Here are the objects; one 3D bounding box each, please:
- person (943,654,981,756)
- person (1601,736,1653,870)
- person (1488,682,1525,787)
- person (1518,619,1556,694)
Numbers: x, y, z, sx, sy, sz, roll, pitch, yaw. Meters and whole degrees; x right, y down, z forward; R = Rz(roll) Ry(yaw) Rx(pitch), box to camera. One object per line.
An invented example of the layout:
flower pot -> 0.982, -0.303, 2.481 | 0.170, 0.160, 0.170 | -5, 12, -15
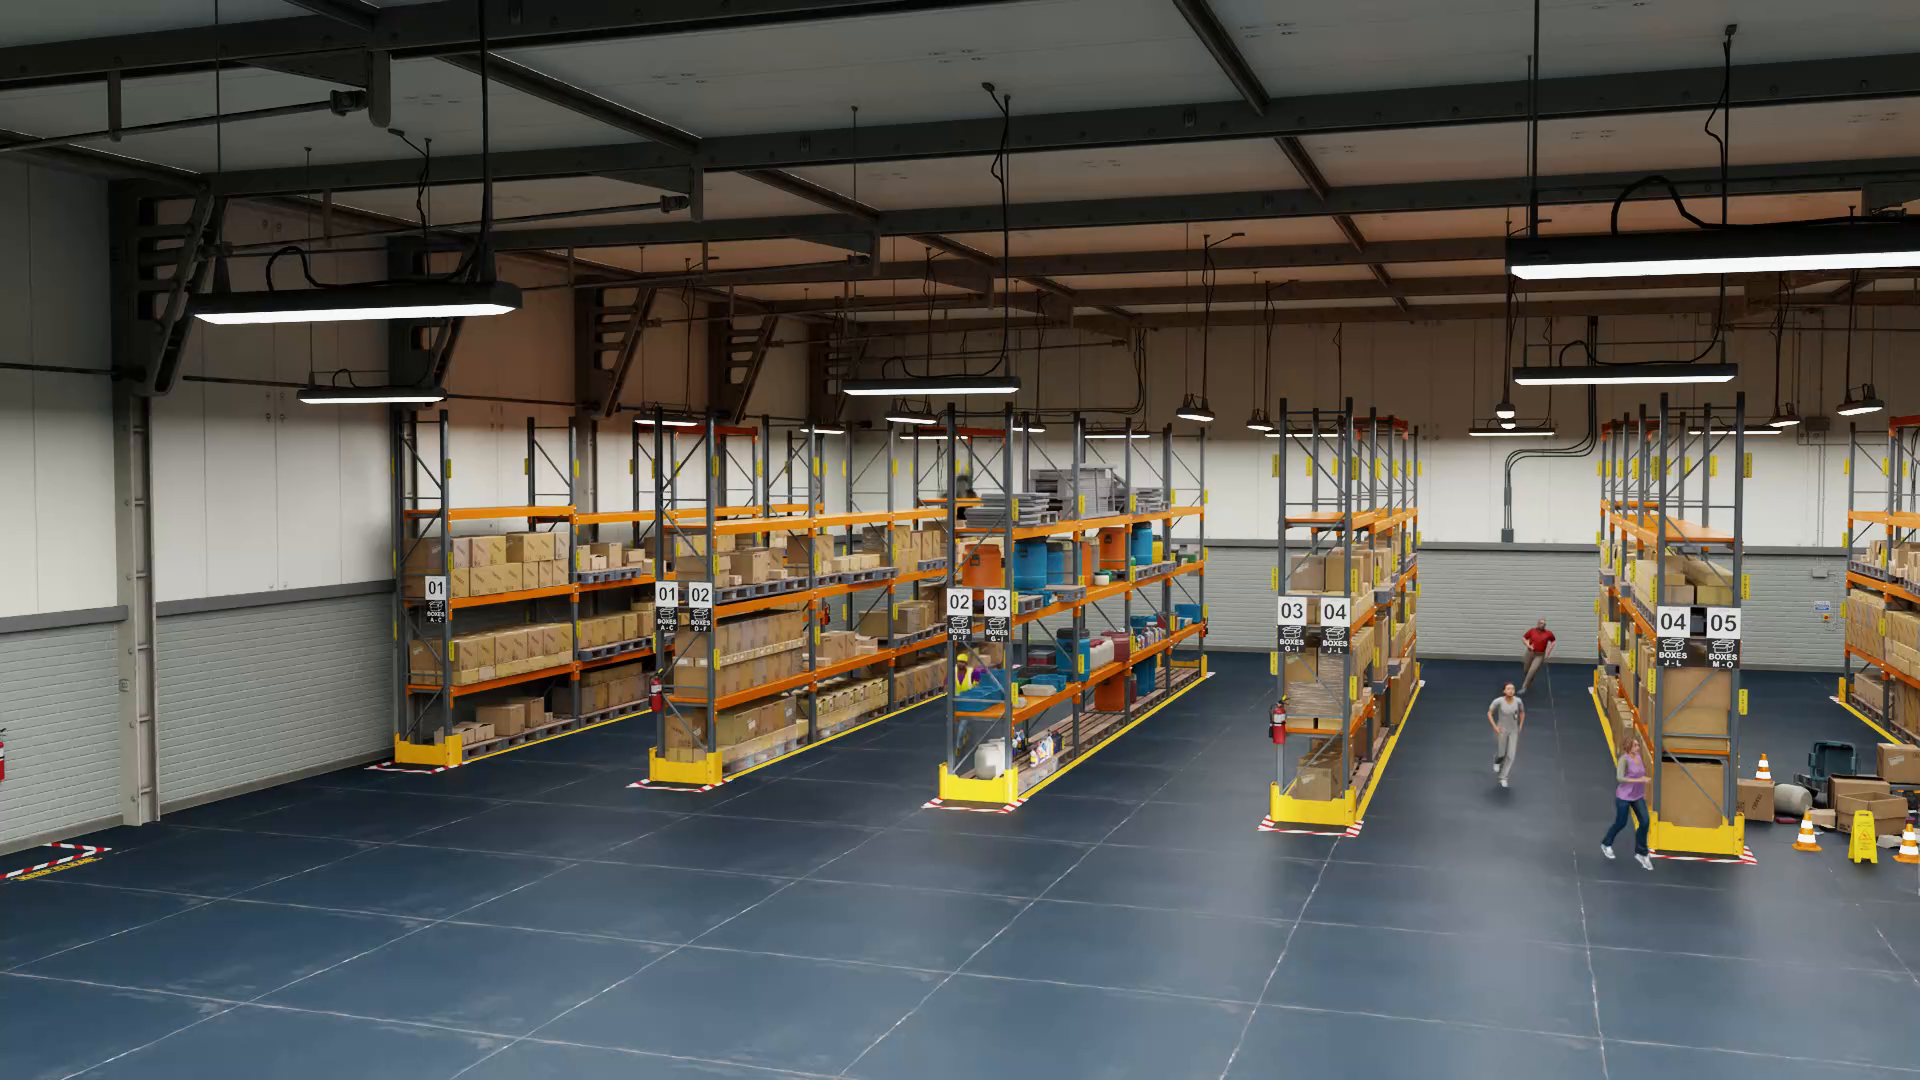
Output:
person -> 0.050, 2.871, 29.340 | 0.725, 1.756, 0.984 | 1, 3, 14
person -> 8.433, 3.291, 21.001 | 0.555, 1.647, 0.747 | -1, 3, -25
person -> 8.700, 3.060, 26.475 | 0.585, 1.639, 0.672 | 0, 2, 2
person -> 12.870, 2.577, 37.110 | 0.746, 1.664, 0.995 | 1, 3, 31
